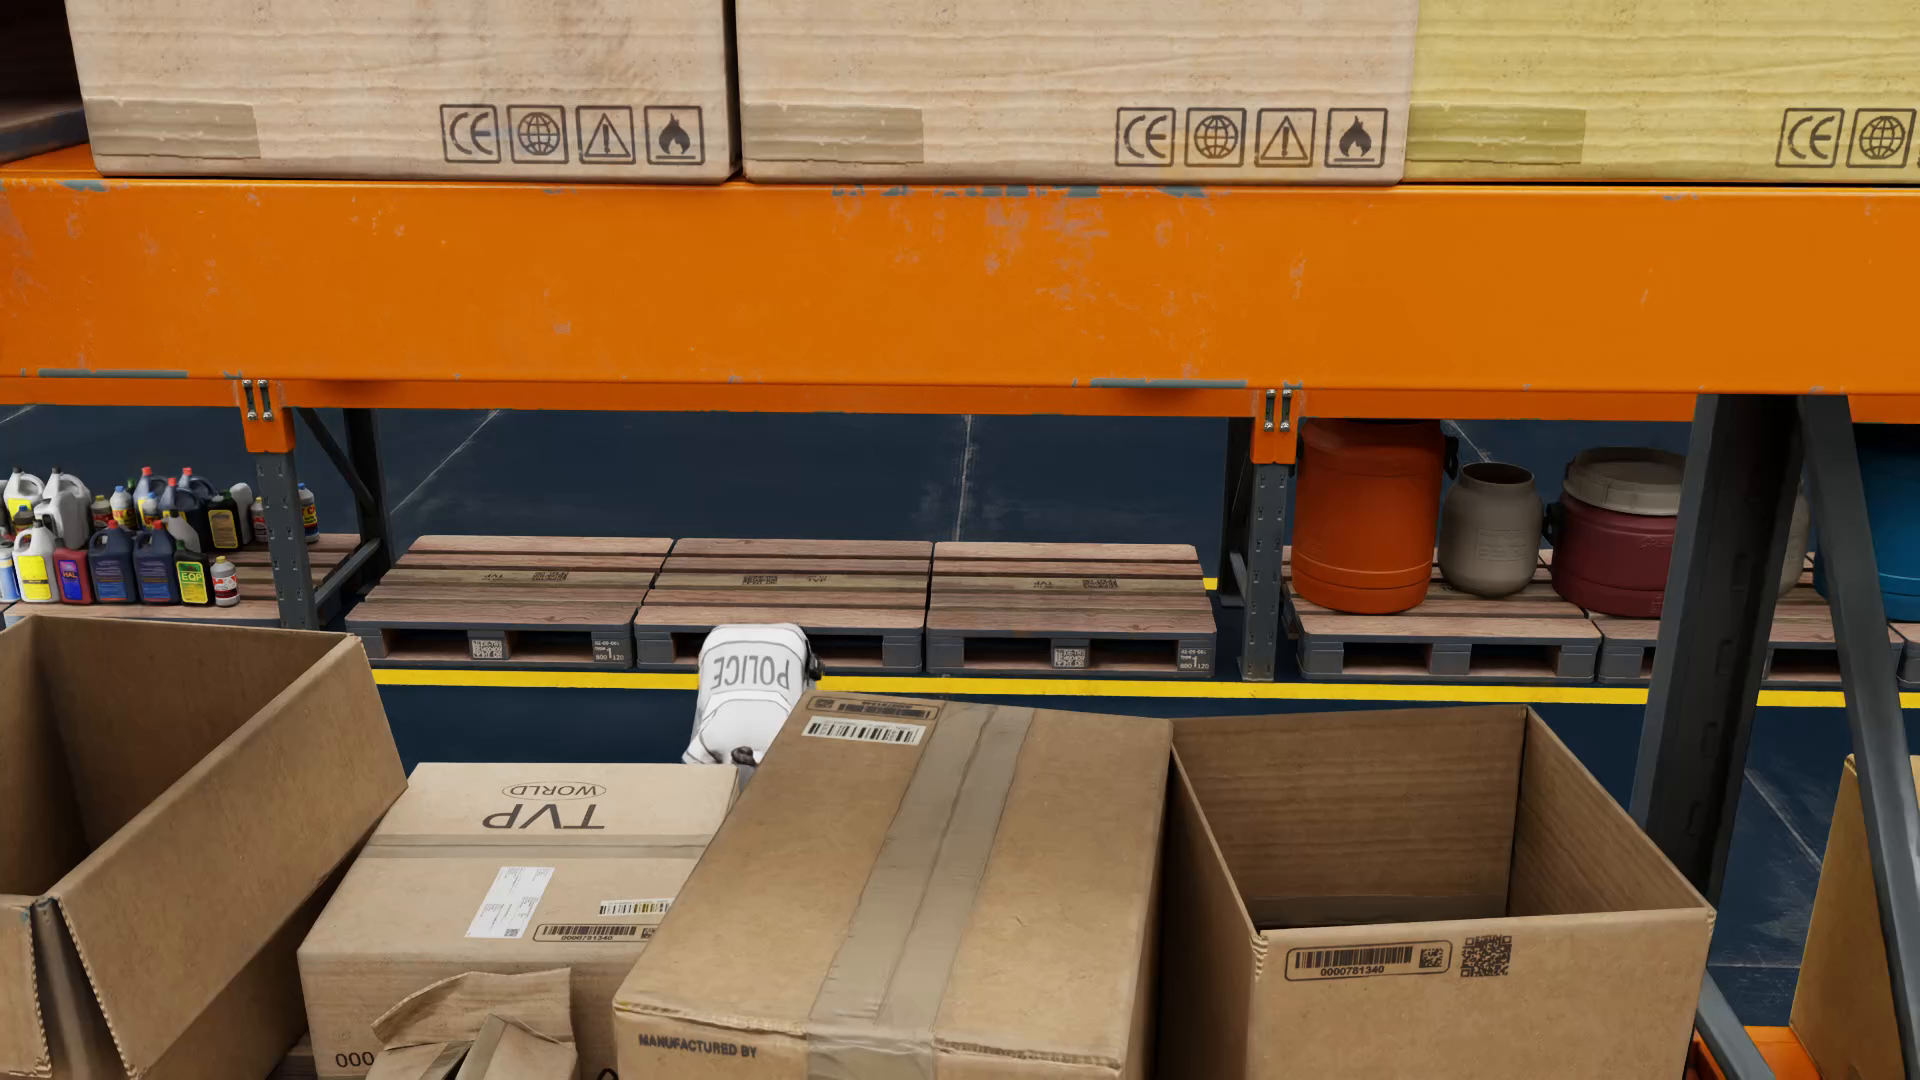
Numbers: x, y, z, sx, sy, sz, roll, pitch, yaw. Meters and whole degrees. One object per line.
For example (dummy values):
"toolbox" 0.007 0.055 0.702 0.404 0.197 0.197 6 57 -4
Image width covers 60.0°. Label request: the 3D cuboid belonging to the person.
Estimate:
"person" -0.612 0.353 5.154 0.529 1.662 0.414 0 21 -1
